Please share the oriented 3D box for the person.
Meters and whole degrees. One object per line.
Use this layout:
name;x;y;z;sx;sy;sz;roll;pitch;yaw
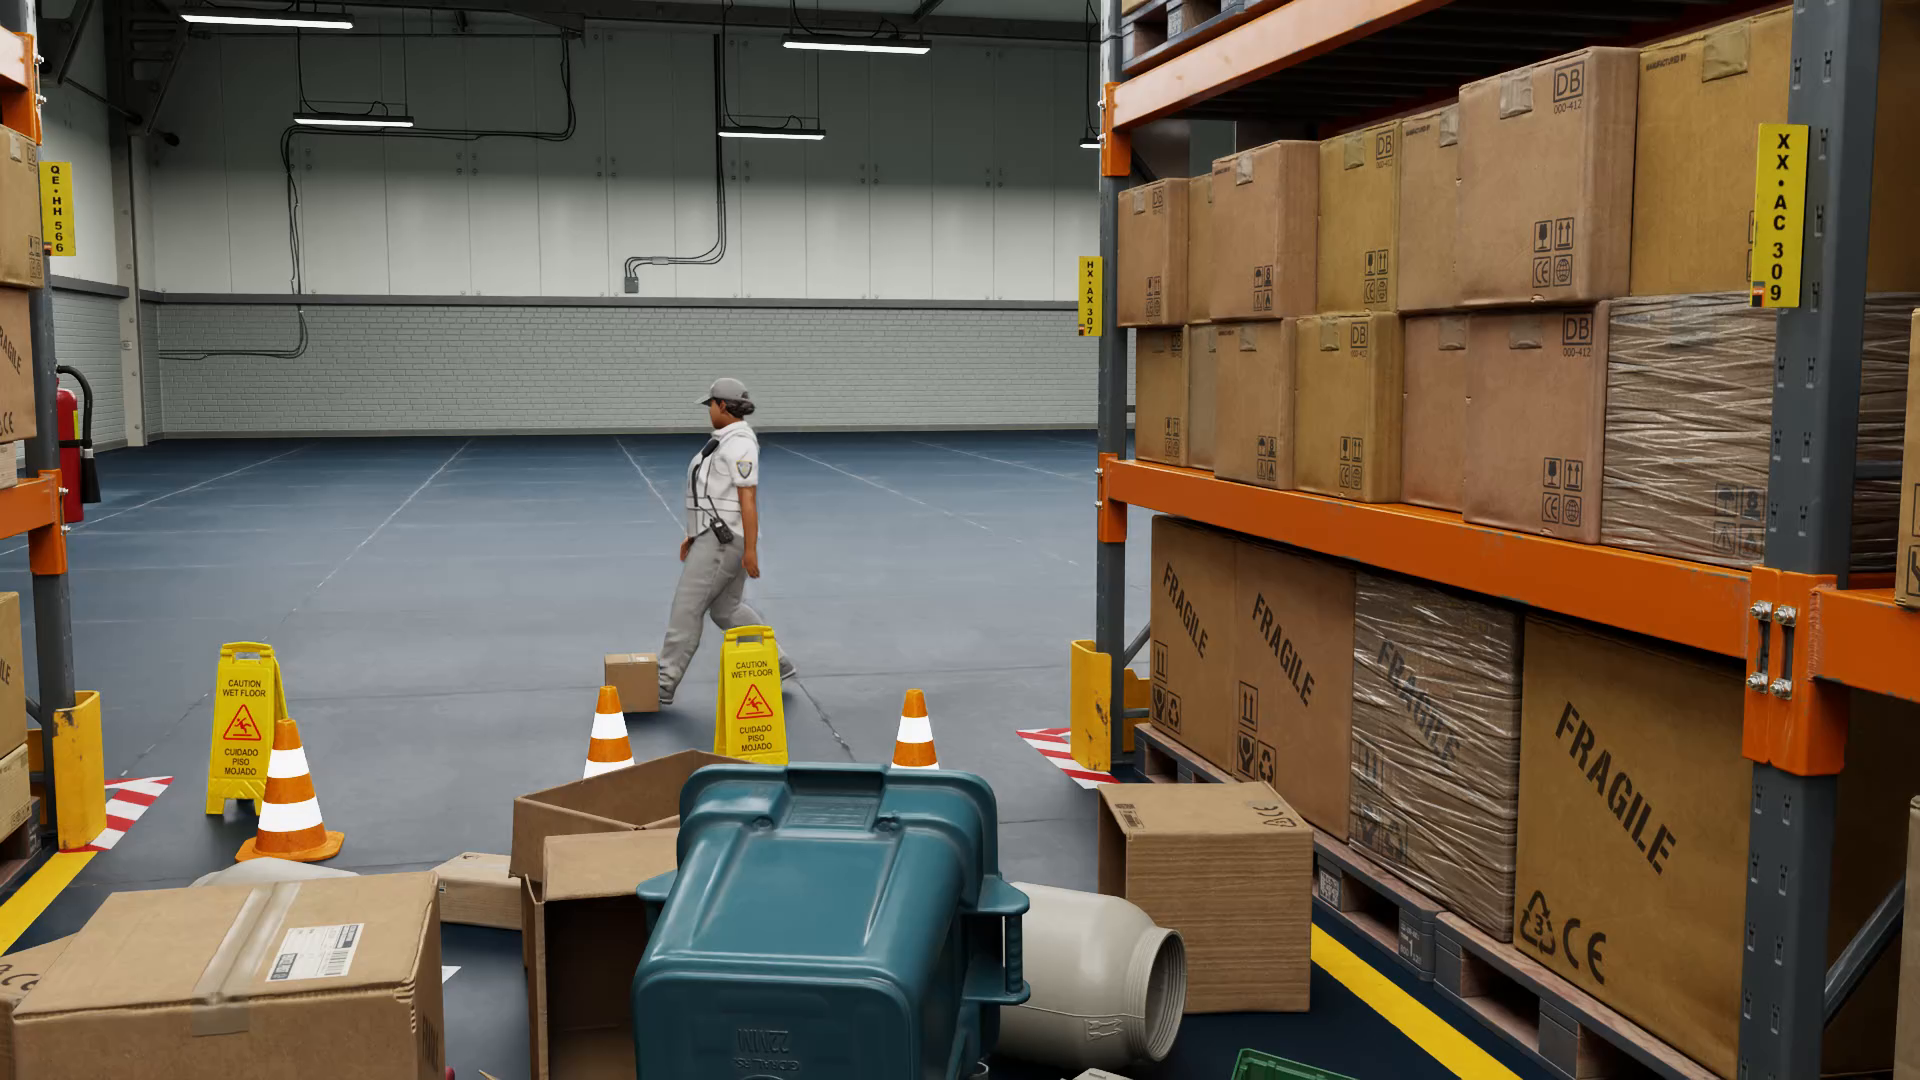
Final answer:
person;-1.279;-0.006;8.333;0.942;1.607;0.505;-2;6;-15
